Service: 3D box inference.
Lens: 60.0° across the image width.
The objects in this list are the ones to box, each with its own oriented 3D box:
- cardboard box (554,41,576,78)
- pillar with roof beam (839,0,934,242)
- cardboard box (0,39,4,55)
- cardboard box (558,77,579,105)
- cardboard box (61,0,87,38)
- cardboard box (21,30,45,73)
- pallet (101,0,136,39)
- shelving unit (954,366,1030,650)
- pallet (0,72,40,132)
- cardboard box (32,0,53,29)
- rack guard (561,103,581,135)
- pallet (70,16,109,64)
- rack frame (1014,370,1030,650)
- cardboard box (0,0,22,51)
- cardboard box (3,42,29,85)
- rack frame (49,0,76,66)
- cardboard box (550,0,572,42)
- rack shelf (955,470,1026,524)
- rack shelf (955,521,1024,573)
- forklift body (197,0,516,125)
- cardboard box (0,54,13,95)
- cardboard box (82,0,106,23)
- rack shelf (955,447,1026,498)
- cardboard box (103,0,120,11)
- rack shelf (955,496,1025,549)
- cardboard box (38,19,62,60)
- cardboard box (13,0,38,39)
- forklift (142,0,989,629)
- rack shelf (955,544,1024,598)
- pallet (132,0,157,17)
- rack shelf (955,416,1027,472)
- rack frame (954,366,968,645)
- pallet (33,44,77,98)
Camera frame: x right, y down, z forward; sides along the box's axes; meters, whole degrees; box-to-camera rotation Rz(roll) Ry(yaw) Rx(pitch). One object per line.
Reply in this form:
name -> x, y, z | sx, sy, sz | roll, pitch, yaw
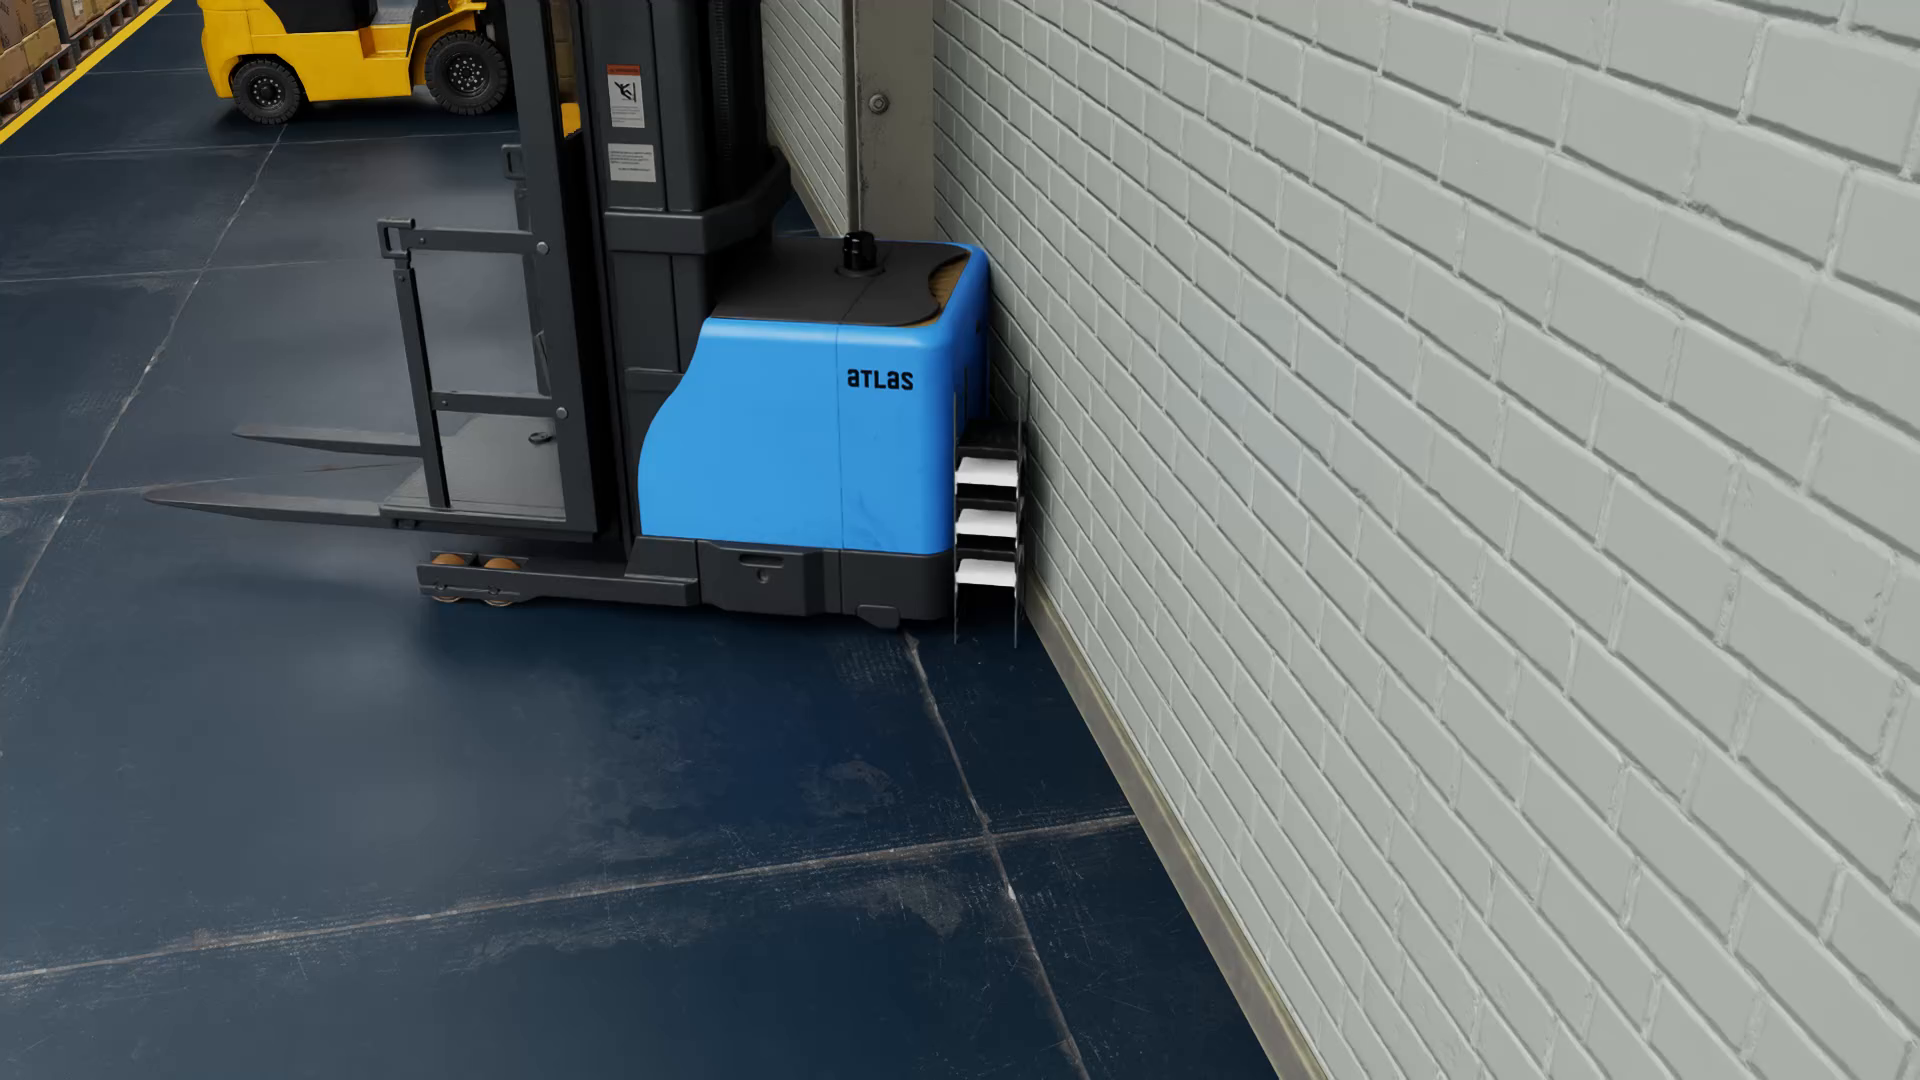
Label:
cardboard box -> -2.779, -3.466, 11.818 | 0.500, 0.250, 0.500 | -6, 27, -12
pillar with roof beam -> -4.485, -4.105, 4.396 | 9.100, 9.000, 0.400 | -6, 27, -12
cardboard box -> -7.345, -3.732, 12.069 | 0.500, 0.500, 0.500 | -5, 27, -11
cardboard box -> -2.778, -3.235, 11.915 | 0.500, 0.250, 0.500 | -6, 27, -11
cardboard box -> -8.221, -4.595, 14.476 | 0.950, 0.372, 0.625 | -6, 27, -11
cardboard box -> -7.576, -3.846, 13.126 | 0.500, 0.250, 0.500 | -7, 28, -13
pallet -> -8.556, -4.984, 15.891 | 1.003, 0.211, 1.213 | -6, 27, -12
shelving unit -> 0.103, -0.098, 5.445 | 0.210, 0.900, 0.258 | 4, 27, 8
pallet -> -7.637, -3.278, 12.511 | 1.003, 0.211, 1.213 | -6, 27, -12
cardboard box -> -7.706, -4.413, 13.418 | 0.500, 0.500, 0.500 | -6, 27, -12
rack guard -> -2.359, -2.974, 11.588 | 1.175, 0.500, 0.348 | -6, 27, -12
pallet -> -8.278, -4.448, 14.828 | 1.003, 0.211, 1.213 | -6, 27, -12
rack frame -> 0.203, -0.091, 5.431 | 0.006, 0.900, 0.240 | 4, 27, 8
cardboard box -> -7.474, -3.966, 12.532 | 0.500, 0.500, 0.500 | -5, 27, -9
cardboard box -> -7.466, -3.622, 12.683 | 0.500, 0.250, 0.500 | -6, 27, -11
rack frame -> -8.101, -5.351, 13.522 | 1.000, 3.000, 0.127 | -6, 27, -12
cardboard box -> -2.772, -3.677, 11.683 | 0.500, 0.250, 0.500 | -5, 27, -10
rack shelf -> 0.103, -0.149, 5.419 | 0.200, 0.077, 0.258 | 4, 27, 8
rack shelf -> 0.103, 0.012, 5.501 | 0.200, 0.077, 0.258 | 4, 27, 8
forklift body -> -4.569, -4.369, 12.519 | 2.313, 2.155, 1.214 | -6, 27, -12
cardboard box -> -7.355, -3.400, 12.243 | 0.500, 0.250, 0.500 | -4, 27, -8
cardboard box -> -8.387, -4.911, 15.100 | 0.950, 0.372, 0.625 | -4, 27, -8
rack shelf -> 0.103, -0.229, 5.379 | 0.200, 0.077, 0.258 | 4, 27, 8
cardboard box -> -8.545, -5.216, 15.705 | 0.950, 0.372, 0.625 | -5, 27, -10
rack shelf -> 0.103, -0.068, 5.460 | 0.200, 0.077, 0.258 | 4, 27, 8
cardboard box -> -7.706, -4.079, 13.587 | 0.500, 0.250, 0.500 | -5, 27, -9
cardboard box -> -7.590, -4.190, 12.976 | 0.500, 0.500, 0.500 | -5, 27, -11
forklift -> -1.439, -1.307, 5.586 | 3.031, 2.935, 1.130 | 4, 27, 8
rack shelf -> 0.103, 0.092, 5.541 | 0.200, 0.077, 0.258 | 4, 27, 8
pallet -> -8.828, -5.519, 16.950 | 1.003, 0.211, 1.213 | -6, 27, -12
rack shelf -> 0.103, -0.309, 5.338 | 0.200, 0.077, 0.258 | 4, 27, 8
rack frame -> 0.002, -0.105, 5.459 | 0.006, 0.900, 0.240 | 4, 27, 8
pallet -> -7.915, -3.815, 13.574 | 1.003, 0.211, 1.213 | -6, 27, -12
